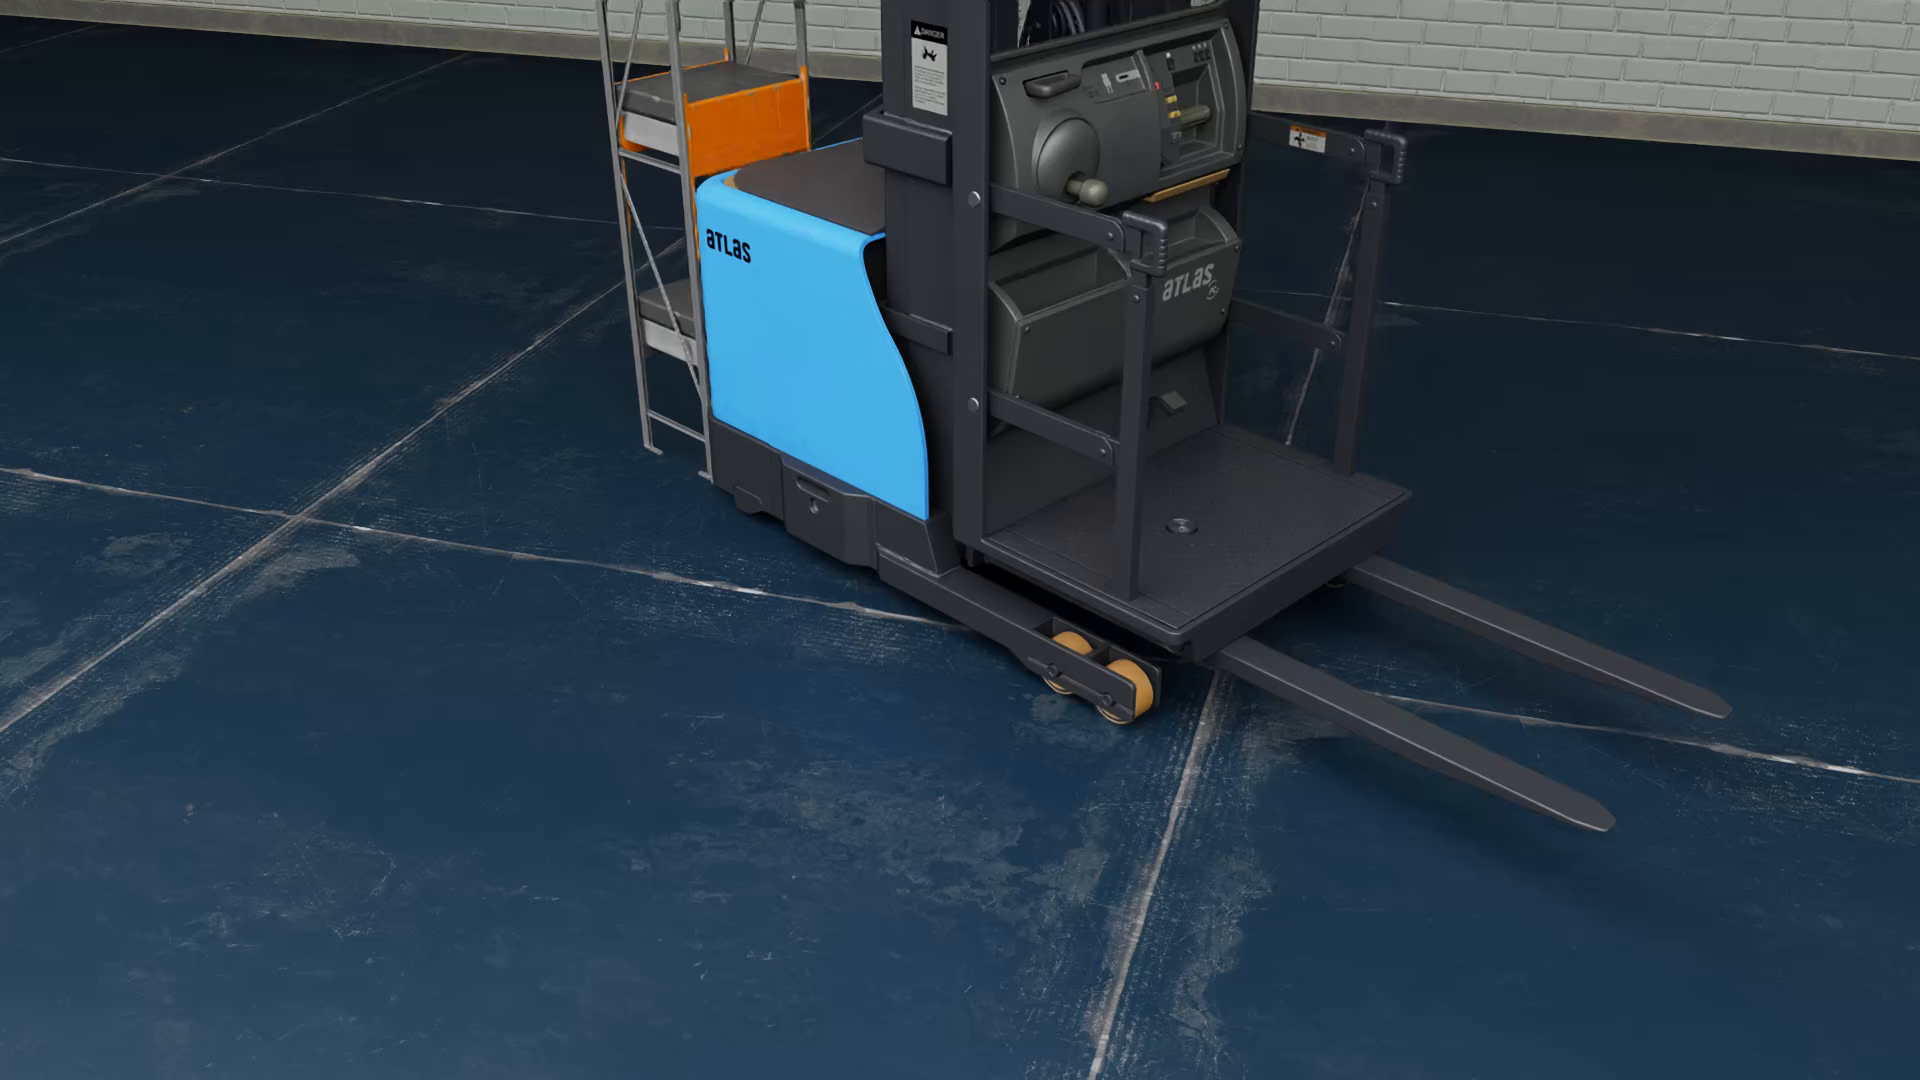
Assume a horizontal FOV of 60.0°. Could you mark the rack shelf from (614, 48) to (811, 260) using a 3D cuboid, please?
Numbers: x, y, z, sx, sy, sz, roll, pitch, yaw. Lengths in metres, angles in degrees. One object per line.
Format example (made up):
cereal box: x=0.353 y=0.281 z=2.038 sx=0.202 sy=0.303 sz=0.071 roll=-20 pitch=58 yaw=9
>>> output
rack shelf: x=-0.798 y=-1.255 z=5.368 sx=0.431 sy=0.518 sz=0.480 roll=25 pitch=38 yaw=38

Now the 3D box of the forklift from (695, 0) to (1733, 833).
forklift: x=0.582 y=-1.082 z=4.180 sx=1.130 sy=2.935 sz=3.031 roll=-26 pitch=38 yaw=-38

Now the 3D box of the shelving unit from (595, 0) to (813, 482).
shelving unit: x=-0.798 y=-1.267 z=5.361 sx=0.431 sy=2.100 sz=0.503 roll=25 pitch=38 yaw=38

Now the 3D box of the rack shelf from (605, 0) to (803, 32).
rack shelf: x=-0.804 y=-1.869 z=5.033 sx=0.431 sy=0.518 sz=0.480 roll=25 pitch=38 yaw=38

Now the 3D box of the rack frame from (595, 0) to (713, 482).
rack frame: x=-0.970 y=-1.182 z=5.210 sx=0.400 sy=2.100 sz=0.015 roll=25 pitch=38 yaw=38

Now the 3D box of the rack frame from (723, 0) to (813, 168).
rack frame: x=-0.626 y=-1.351 z=5.513 sx=0.400 sy=2.100 sz=0.015 roll=25 pitch=38 yaw=38

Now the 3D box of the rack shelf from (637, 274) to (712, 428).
rack shelf: x=-0.792 y=-0.640 z=5.703 sx=0.431 sy=0.518 sz=0.480 roll=25 pitch=38 yaw=38
